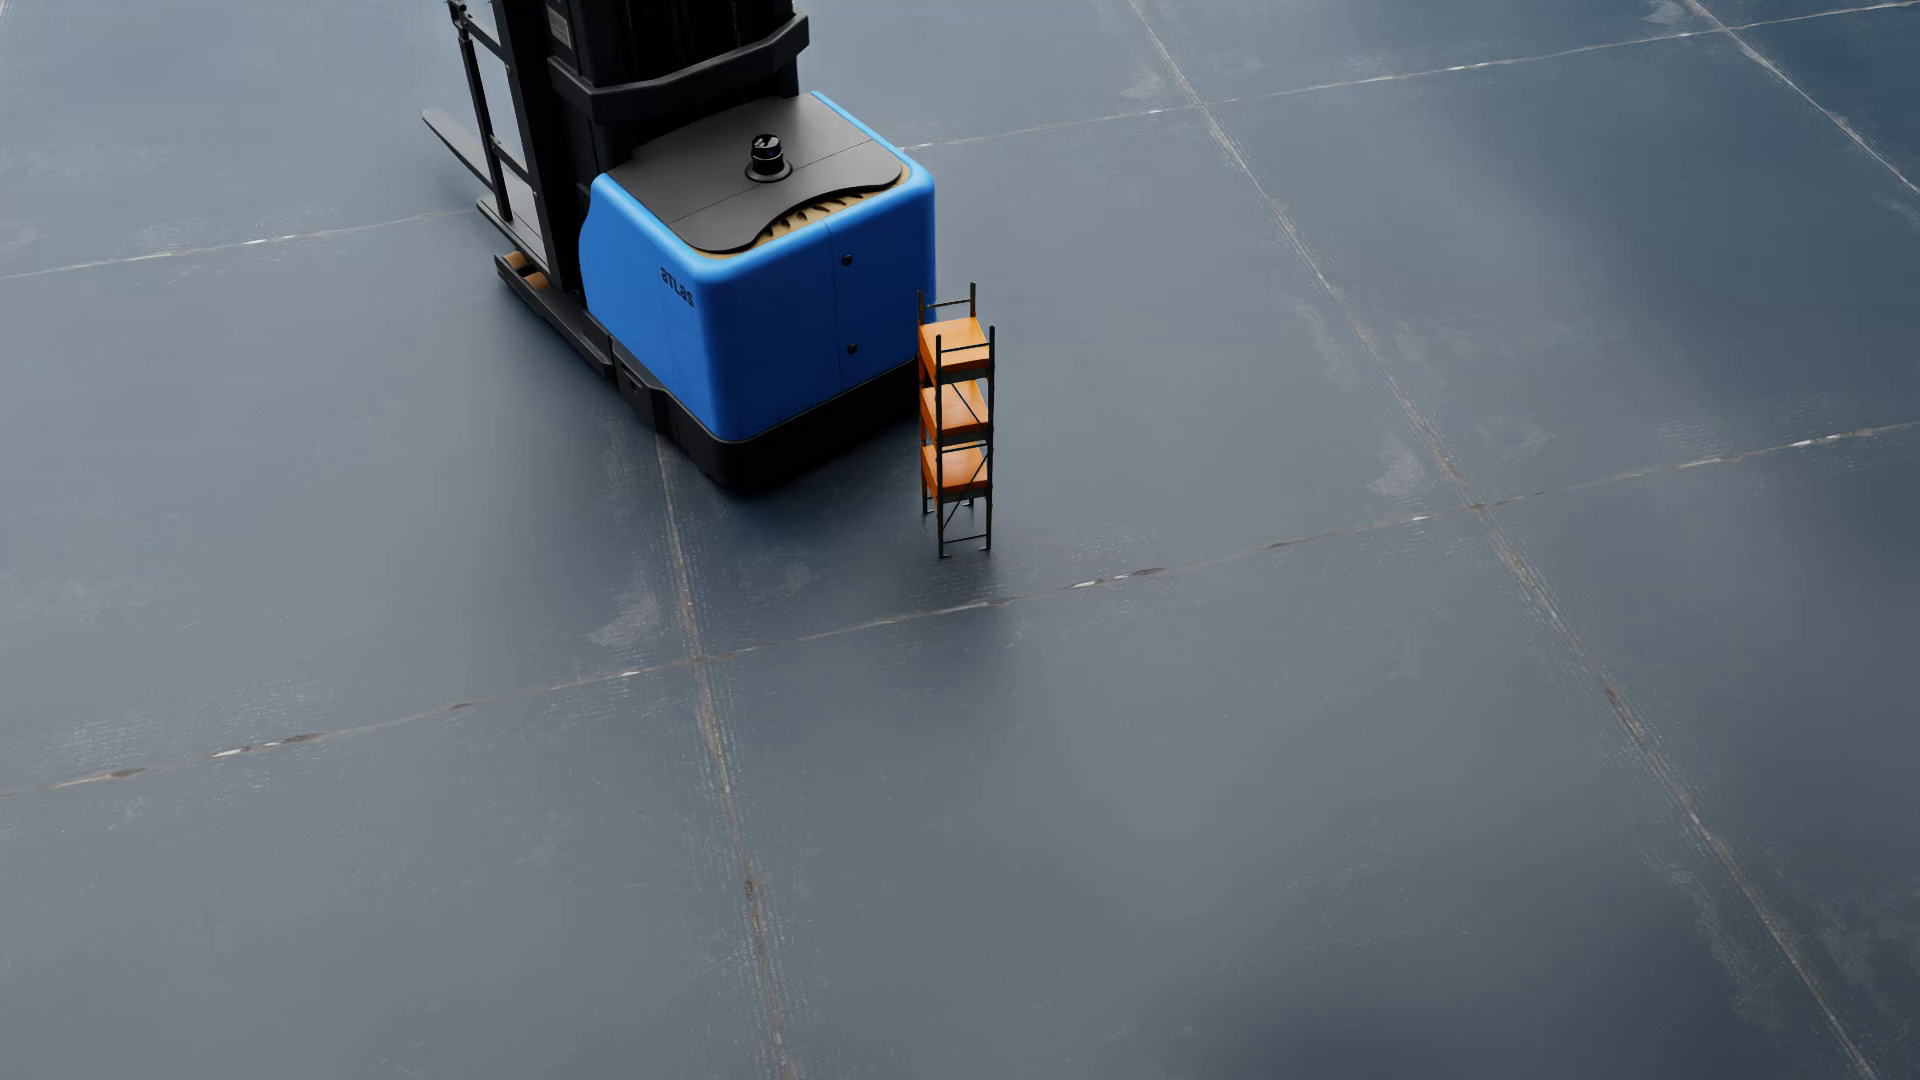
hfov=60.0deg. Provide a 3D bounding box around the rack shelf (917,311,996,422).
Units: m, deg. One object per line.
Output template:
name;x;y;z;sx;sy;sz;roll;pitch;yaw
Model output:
rack shelf;-0.014;-0.596;5.716;0.215;0.259;0.240;-11;47;-10

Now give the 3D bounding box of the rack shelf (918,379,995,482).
rack shelf;-0.014;-0.397;5.919;0.215;0.259;0.240;-11;47;-10

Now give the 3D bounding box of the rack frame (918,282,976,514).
rack frame;-0.045;-0.489;5.994;0.200;1.050;0.008;-11;47;-10

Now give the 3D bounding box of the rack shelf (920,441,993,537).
rack shelf;-0.014;-0.202;6.117;0.215;0.259;0.240;-11;47;-10

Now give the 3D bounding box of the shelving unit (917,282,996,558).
shelving unit;-0.014;-0.404;5.911;0.215;1.050;0.252;-11;47;-10

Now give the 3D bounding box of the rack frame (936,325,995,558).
rack frame;0.018;-0.320;5.829;0.200;1.050;0.008;-11;47;-10

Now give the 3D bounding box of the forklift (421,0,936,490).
forklift;-1.381;-2.216;6.370;1.130;2.935;3.031;-29;52;-26
